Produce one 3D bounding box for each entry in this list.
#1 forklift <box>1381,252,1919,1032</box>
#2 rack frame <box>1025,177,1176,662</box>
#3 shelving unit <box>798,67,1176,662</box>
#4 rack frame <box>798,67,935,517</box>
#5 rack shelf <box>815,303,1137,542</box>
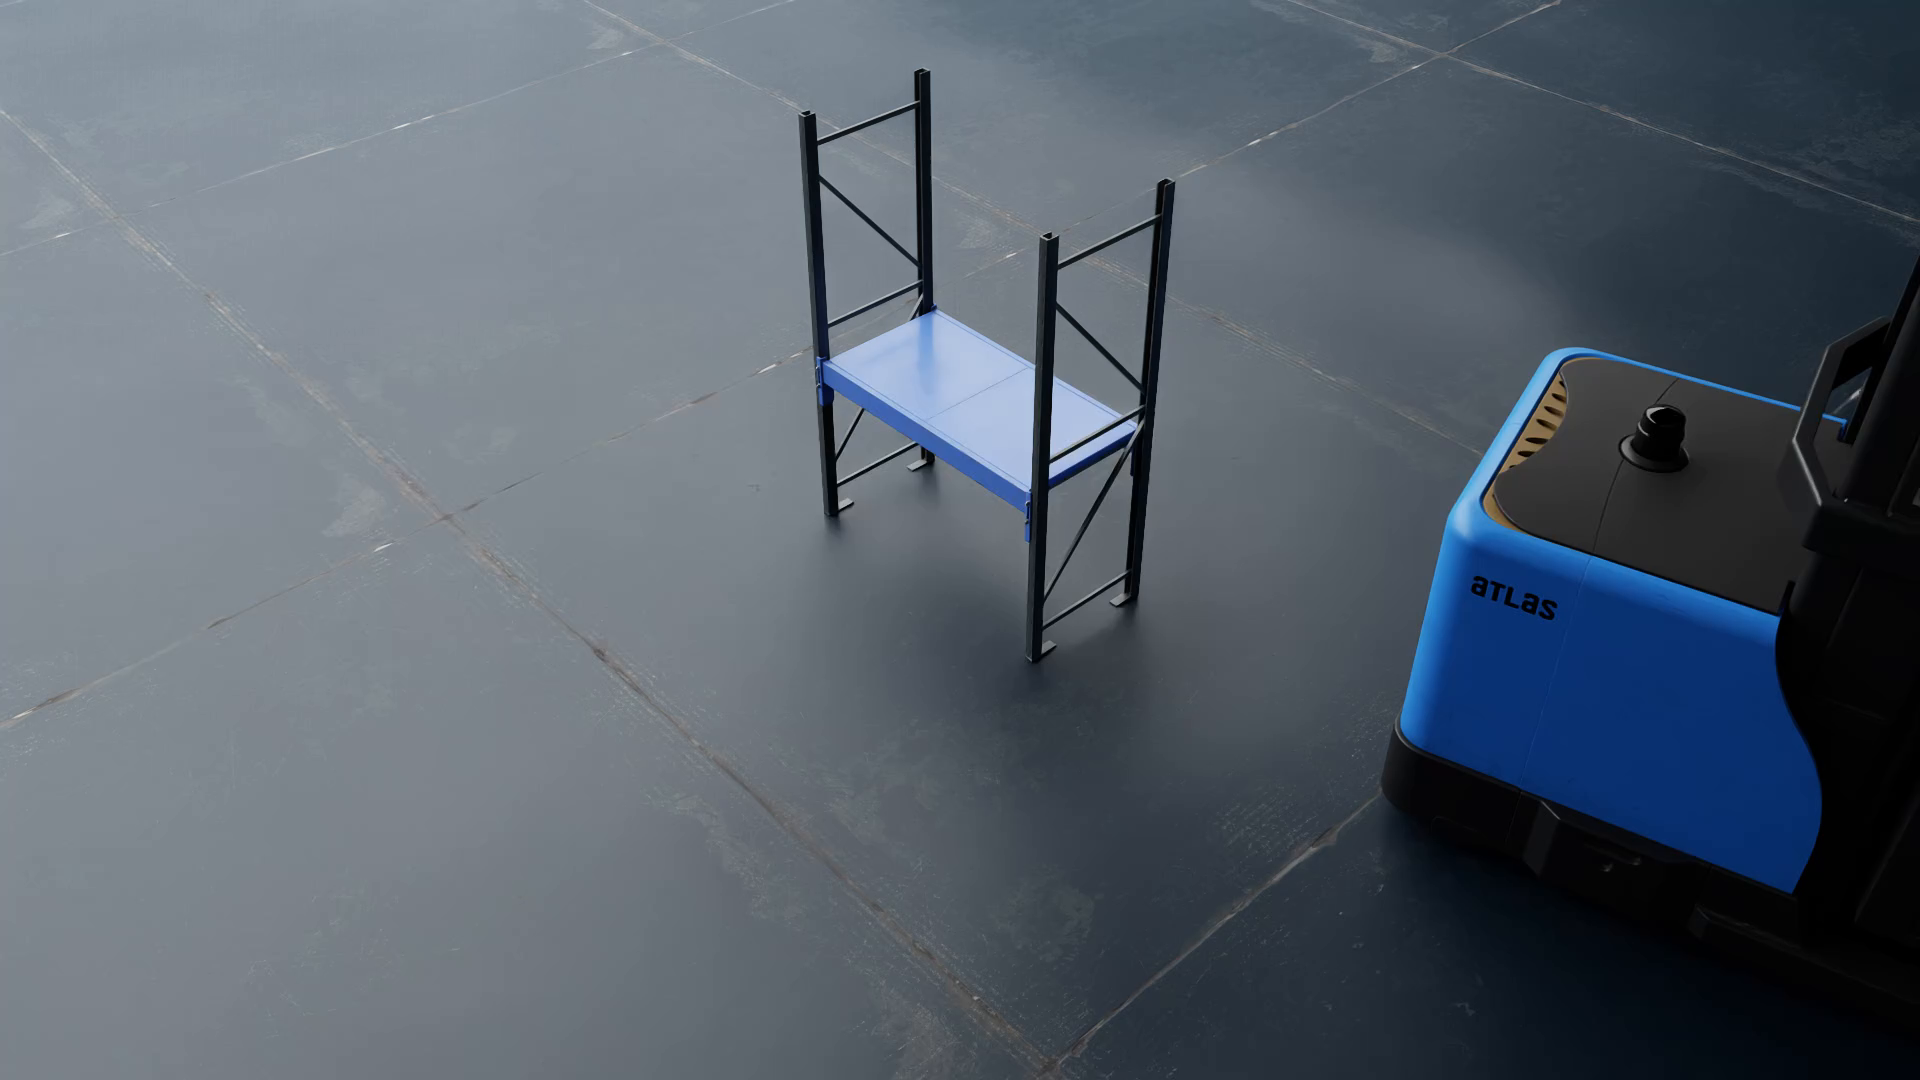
[{"bbox_3d":[2.732,-0.138,3.588,3.031,2.935,1.130,21,43,24],"label":"forklift"},{"bbox_3d":[0.402,-0.309,4.939,0.500,1.500,0.032,-30,48,-32],"label":"rack frame"},{"bbox_3d":[0.058,-0.544,5.230,0.538,1.500,1.048,-30,48,-32],"label":"shelving unit"},{"bbox_3d":[-0.286,-0.779,5.521,0.500,1.500,0.032,-30,48,-32],"label":"rack frame"},{"bbox_3d":[0.058,-0.404,5.343,0.538,0.185,1.000,-30,48,-32],"label":"rack shelf"}]
